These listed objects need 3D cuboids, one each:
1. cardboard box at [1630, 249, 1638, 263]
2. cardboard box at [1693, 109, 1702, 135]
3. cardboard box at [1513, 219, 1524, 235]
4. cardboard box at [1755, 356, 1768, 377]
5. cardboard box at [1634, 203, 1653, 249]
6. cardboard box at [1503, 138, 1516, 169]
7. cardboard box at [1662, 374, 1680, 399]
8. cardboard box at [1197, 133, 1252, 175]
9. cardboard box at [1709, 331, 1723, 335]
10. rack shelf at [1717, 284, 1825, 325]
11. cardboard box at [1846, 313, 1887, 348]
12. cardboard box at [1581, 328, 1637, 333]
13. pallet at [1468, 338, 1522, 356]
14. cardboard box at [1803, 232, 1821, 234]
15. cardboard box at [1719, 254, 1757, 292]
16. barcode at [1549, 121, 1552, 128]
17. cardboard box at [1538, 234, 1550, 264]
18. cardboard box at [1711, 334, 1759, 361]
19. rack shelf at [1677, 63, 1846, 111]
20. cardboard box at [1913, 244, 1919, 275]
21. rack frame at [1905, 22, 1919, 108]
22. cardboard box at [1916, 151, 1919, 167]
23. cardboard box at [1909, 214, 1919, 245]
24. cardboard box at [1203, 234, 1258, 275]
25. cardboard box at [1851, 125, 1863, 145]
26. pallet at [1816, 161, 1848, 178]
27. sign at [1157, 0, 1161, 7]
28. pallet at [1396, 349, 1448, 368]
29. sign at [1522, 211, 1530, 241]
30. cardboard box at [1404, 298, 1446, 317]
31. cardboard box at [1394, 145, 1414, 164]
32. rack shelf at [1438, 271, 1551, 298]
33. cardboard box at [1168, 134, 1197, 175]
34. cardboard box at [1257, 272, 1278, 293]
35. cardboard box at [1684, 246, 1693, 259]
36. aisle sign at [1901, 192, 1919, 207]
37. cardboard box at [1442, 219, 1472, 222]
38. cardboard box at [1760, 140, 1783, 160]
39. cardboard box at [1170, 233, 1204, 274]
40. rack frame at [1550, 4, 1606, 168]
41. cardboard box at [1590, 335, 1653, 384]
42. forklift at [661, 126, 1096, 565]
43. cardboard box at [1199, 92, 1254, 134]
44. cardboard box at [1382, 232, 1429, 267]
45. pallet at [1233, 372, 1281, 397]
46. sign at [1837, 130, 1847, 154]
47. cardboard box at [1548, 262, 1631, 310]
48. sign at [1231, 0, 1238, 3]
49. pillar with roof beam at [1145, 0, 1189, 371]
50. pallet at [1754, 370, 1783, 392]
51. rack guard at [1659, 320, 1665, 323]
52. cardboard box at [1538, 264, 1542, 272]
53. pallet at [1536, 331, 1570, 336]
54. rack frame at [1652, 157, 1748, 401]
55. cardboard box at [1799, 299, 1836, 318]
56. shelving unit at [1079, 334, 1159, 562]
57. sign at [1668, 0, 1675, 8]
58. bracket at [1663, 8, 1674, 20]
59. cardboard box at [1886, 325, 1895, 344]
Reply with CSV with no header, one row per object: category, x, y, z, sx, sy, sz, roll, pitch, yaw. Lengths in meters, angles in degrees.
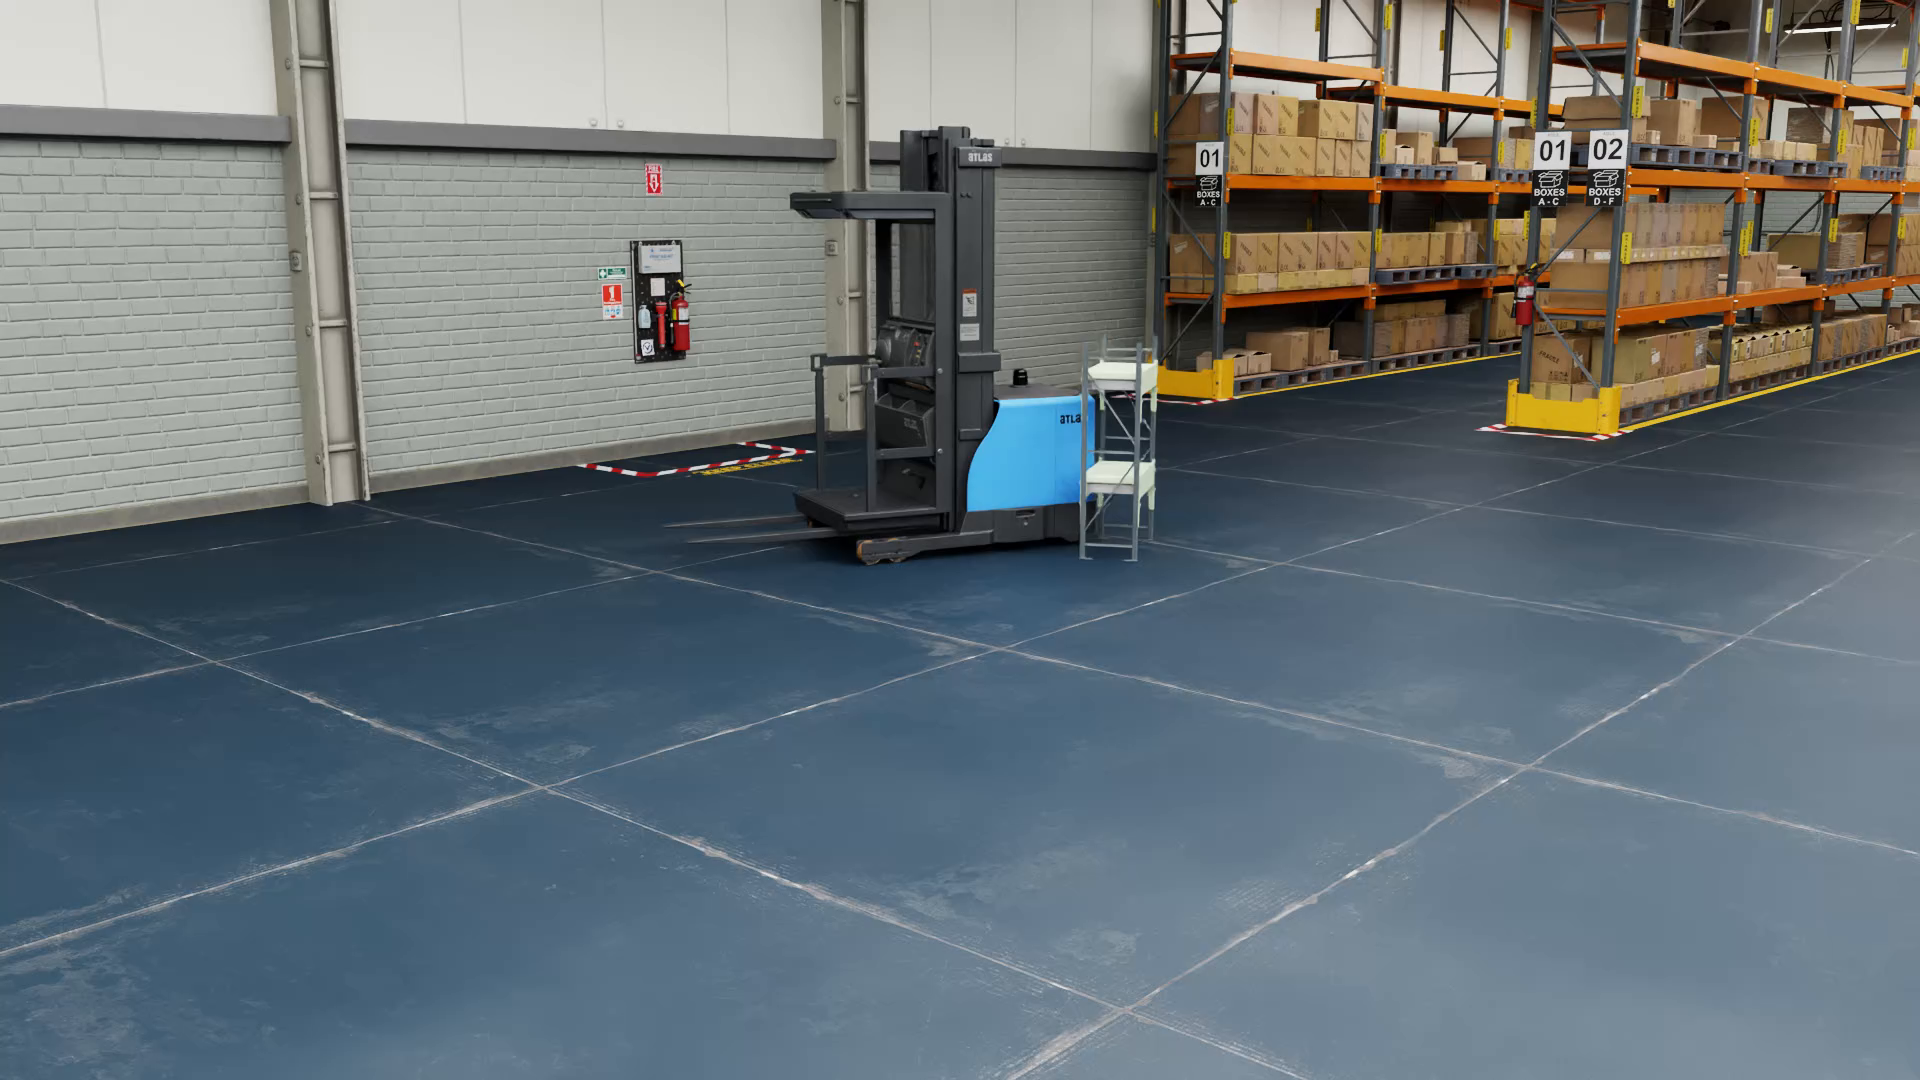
cardboard box,7.257,-3.146,18.392,0.380,0.149,0.250,9,15,39
cardboard box,8.773,-5.053,20.508,0.500,0.500,0.500,-11,15,-43
cardboard box,9.068,-5.212,27.666,0.500,0.250,0.500,9,15,40
cardboard box,10.435,-2.335,22.190,0.500,0.250,0.500,9,15,39
cardboard box,7.359,-3.548,18.749,0.700,0.500,0.500,9,15,39
cardboard box,8.808,-6.426,27.689,0.700,0.500,0.500,9,14,37
cardboard box,8.176,-1.838,19.703,0.500,0.250,0.500,10,15,40
cardboard box,3.349,-4.896,21.103,0.500,0.500,0.500,10,15,42
cardboard box,10.026,-2.678,22.477,0.500,0.311,0.500,10,15,40
rack shelf,10.624,-3.240,22.610,1.077,0.370,4.000,10,15,40
cardboard box,14.474,-3.356,26.612,0.500,0.500,0.500,10,15,40
cardboard box,7.774,-2.275,19.976,0.500,0.500,0.500,10,15,40
pallet,8.798,-3.266,28.022,1.003,0.211,1.213,10,15,40
cardboard box,13.698,-4.580,26.157,0.500,0.500,0.700,-9,15,-39
cardboard box,10.171,-3.536,22.000,0.500,0.500,0.500,-11,16,-43
barcode,6.500,-4.572,18.304,0.001,0.075,0.075,10,15,40
cardboard box,9.753,-4.996,28.501,0.500,0.500,0.500,10,15,42
cardboard box,10.098,-2.532,21.748,0.500,0.311,0.500,10,15,40
rack shelf,10.624,-5.986,22.062,1.077,0.370,4.000,10,15,40
cardboard box,15.794,-4.713,27.895,0.500,0.500,0.500,10,15,40
rack frame,17.225,-8.006,29.318,1.000,3.000,0.127,10,15,40
cardboard box,15.421,-6.231,27.198,0.500,0.250,0.500,10,15,40
cardboard box,15.447,-5.124,27.397,0.500,0.500,0.500,9,15,39
cardboard box,3.481,-3.685,21.420,0.500,0.500,0.500,10,15,40
cardboard box,13.319,-5.989,25.297,0.600,0.600,0.600,9,14,38
pallet,11.564,-5.154,23.180,1.213,0.211,1.003,11,16,43
sign,2.537,-6.902,21.003,0.100,0.325,0.005,10,15,40
pallet,6.898,-2.866,26.021,1.003,0.211,1.213,10,15,40
sign,6.265,-3.466,18.345,0.100,0.325,0.005,10,15,40
cardboard box,7.361,-3.696,26.402,0.500,0.250,0.500,10,15,41
cardboard box,6.408,-5.732,24.749,0.500,0.311,0.500,10,15,42
rack shelf,9.541,-4.468,28.760,1.077,0.370,4.000,10,15,40
cardboard box,3.025,-4.974,21.490,0.500,0.500,0.500,-11,16,-43
cardboard box,3.833,-3.395,21.882,0.500,0.250,0.500,9,15,39
cardboard box,8.446,-3.411,19.720,0.380,0.149,0.250,10,15,42
aisle sign,17.050,-6.387,29.892,0.394,0.787,0.004,10,15,40
cardboard box,8.325,-5.199,27.604,0.500,0.250,0.500,10,15,42
cardboard box,10.612,-5.175,22.115,0.500,0.250,0.500,8,14,36
cardboard box,3.092,-3.751,21.748,0.500,0.500,0.500,10,15,40
rack frame,10.861,-8.057,29.576,1.000,3.000,0.127,10,15,40
cardboard box,7.513,-2.059,18.895,0.500,0.500,0.500,10,15,40
forklift,-0.572,-1.386,11.666,3.031,2.935,1.130,-5,12,-24
cardboard box,3.377,-5.395,21.047,0.500,0.500,0.500,8,14,36
cardboard box,6.727,-4.456,25.482,0.500,0.500,0.700,-10,15,-40
pallet,3.553,-2.108,22.228,1.003,0.211,1.213,10,15,40
sign,12.356,-5.577,23.295,0.100,0.325,0.005,10,15,40
cardboard box,6.981,-2.826,18.446,0.700,0.500,0.500,10,15,40
sign,3.348,-6.718,20.286,0.100,0.325,0.005,10,15,40
pillar with roof beam,5.986,-5.950,19.025,9.100,9.000,0.400,10,15,40
pallet,10.566,-2.225,22.810,1.003,0.211,1.213,10,15,40
rack guard,13.518,-4.481,33.372,1.175,0.500,0.348,10,15,40
cardboard box,9.795,-4.697,28.658,0.380,0.149,0.250,10,15,42
pallet,10.409,-3.625,29.819,1.003,0.211,1.213,10,15,40
rack frame,9.304,-3.298,21.066,1.000,3.000,0.127,10,15,40
cardboard box,13.422,-3.646,26.152,0.500,0.250,0.500,10,15,40
shelving unit,1.123,-0.667,11.719,0.431,1.500,0.755,3,12,15
sign,8.889,-6.805,20.722,0.100,0.325,0.005,10,15,40
bracket,14.627,-10.813,34.183,0.235,0.232,0.430,10,15,40
cardboard box,15.024,-3.406,27.349,0.500,0.311,0.500,10,15,40
